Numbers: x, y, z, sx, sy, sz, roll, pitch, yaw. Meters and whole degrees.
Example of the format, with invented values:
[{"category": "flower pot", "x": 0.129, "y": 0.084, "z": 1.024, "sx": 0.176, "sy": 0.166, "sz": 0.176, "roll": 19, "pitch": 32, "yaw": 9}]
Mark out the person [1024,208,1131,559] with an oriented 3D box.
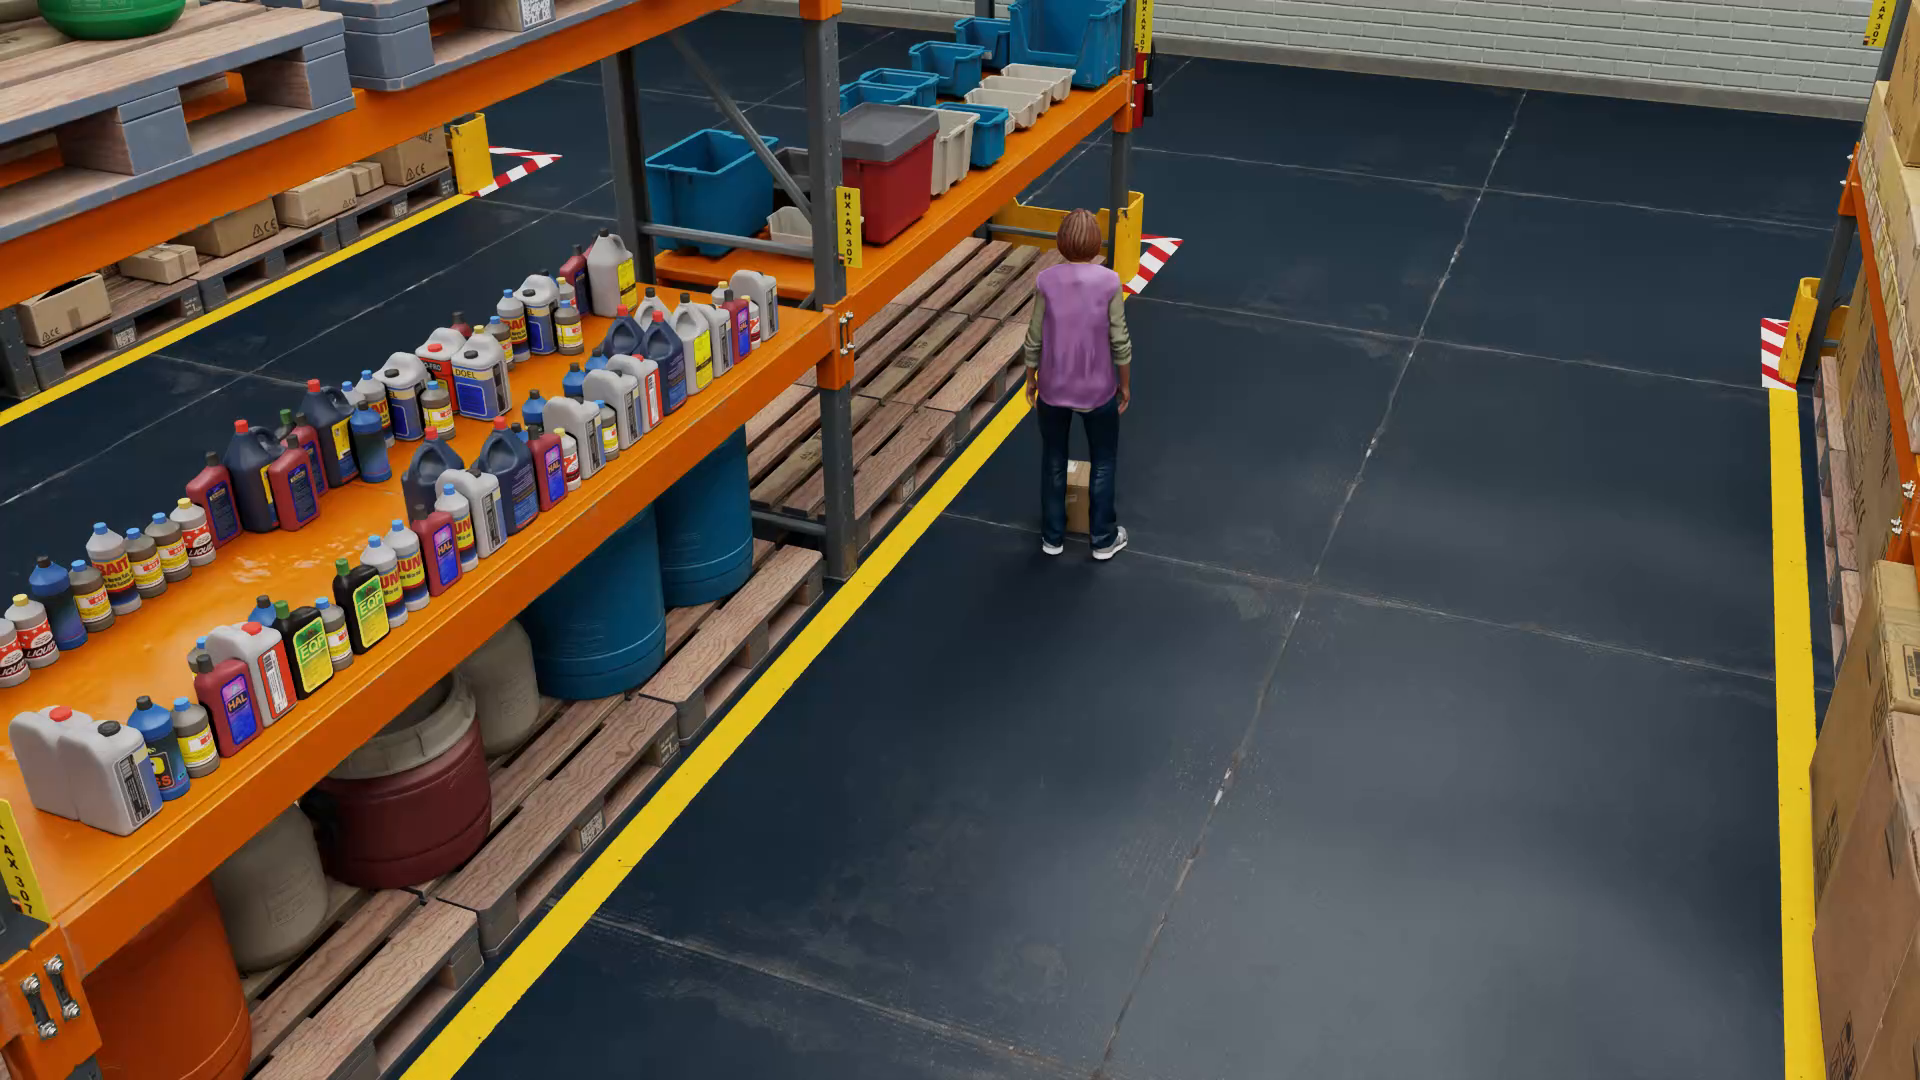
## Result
[{"category": "person", "x": 0.518, "y": -0.652, "z": 7.266, "sx": 0.486, "sy": 1.594, "sz": 0.341, "roll": 6, "pitch": 31, "yaw": 10}]
